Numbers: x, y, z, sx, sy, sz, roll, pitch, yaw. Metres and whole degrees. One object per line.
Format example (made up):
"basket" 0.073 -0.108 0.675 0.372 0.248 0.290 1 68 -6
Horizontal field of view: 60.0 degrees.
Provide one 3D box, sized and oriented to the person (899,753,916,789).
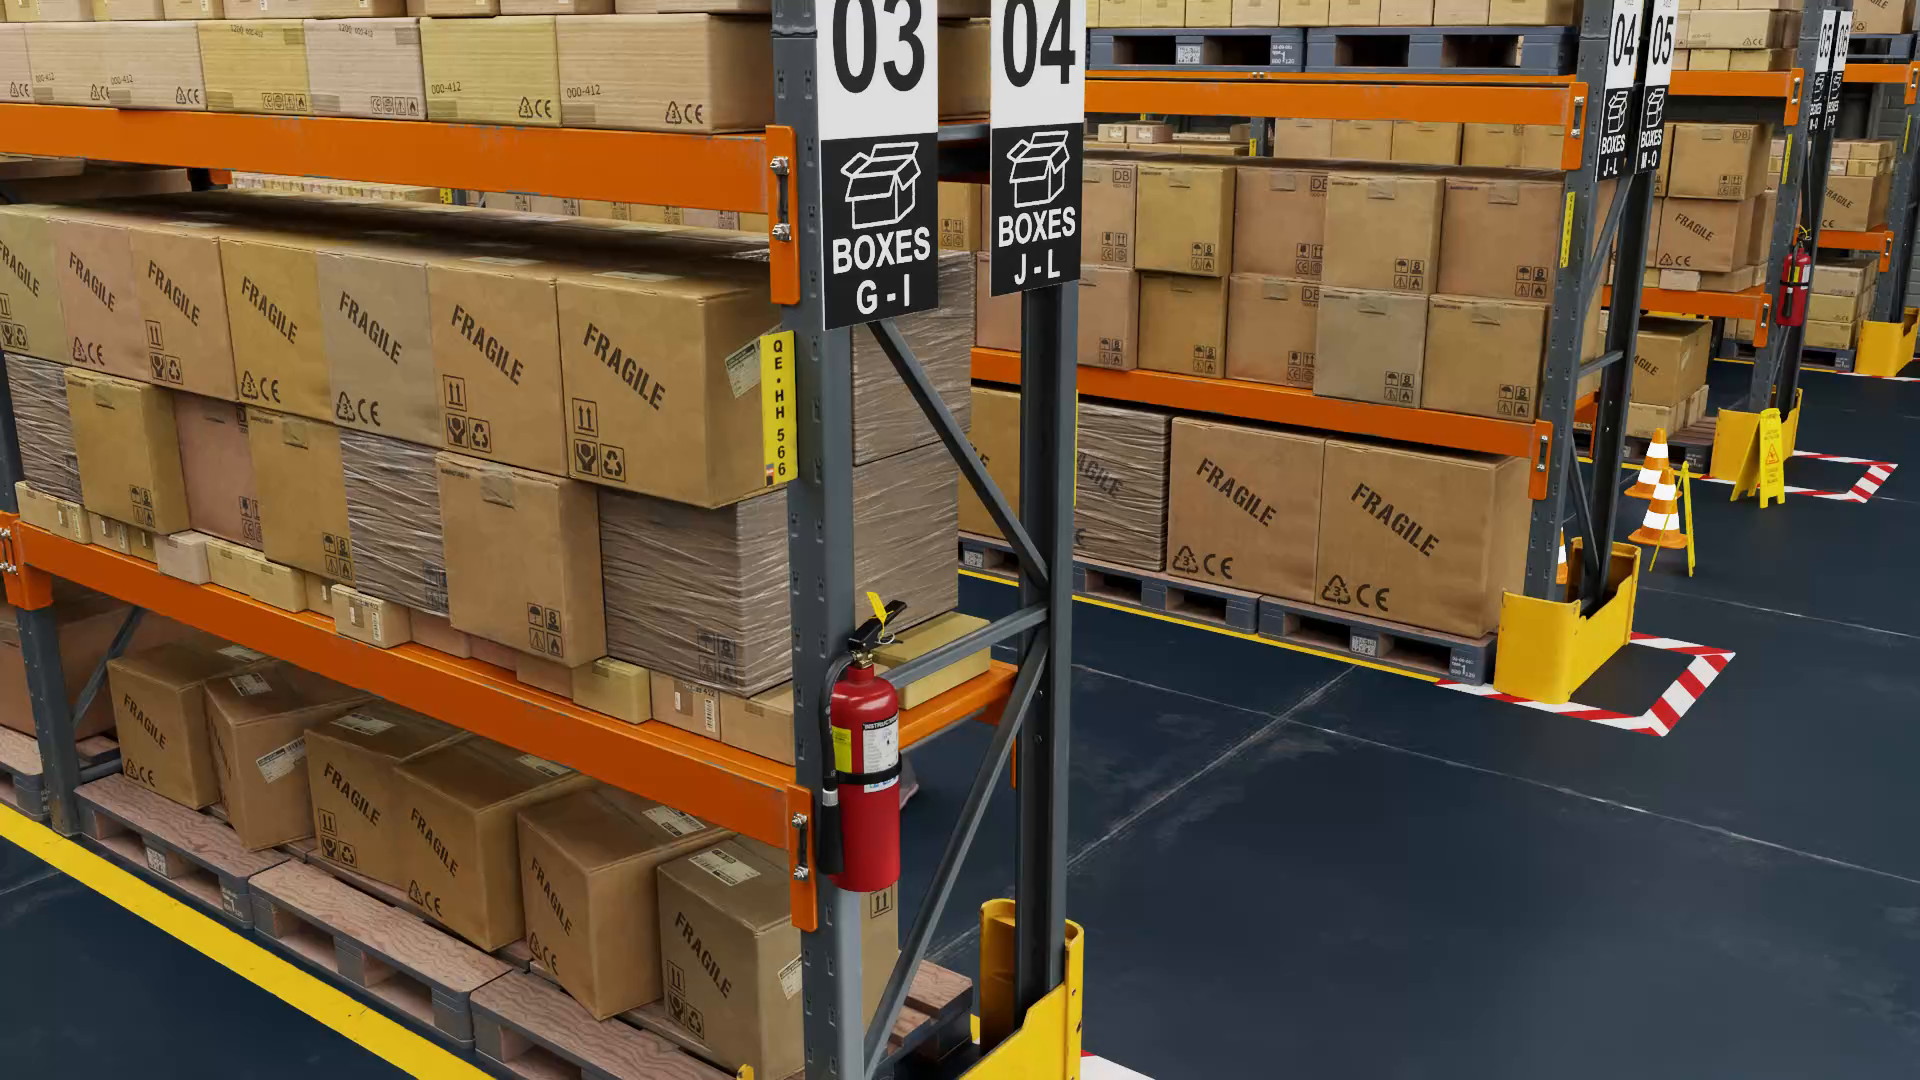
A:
"person" -0.422 0.747 6.700 0.447 0.744 0.862 11 20 33
